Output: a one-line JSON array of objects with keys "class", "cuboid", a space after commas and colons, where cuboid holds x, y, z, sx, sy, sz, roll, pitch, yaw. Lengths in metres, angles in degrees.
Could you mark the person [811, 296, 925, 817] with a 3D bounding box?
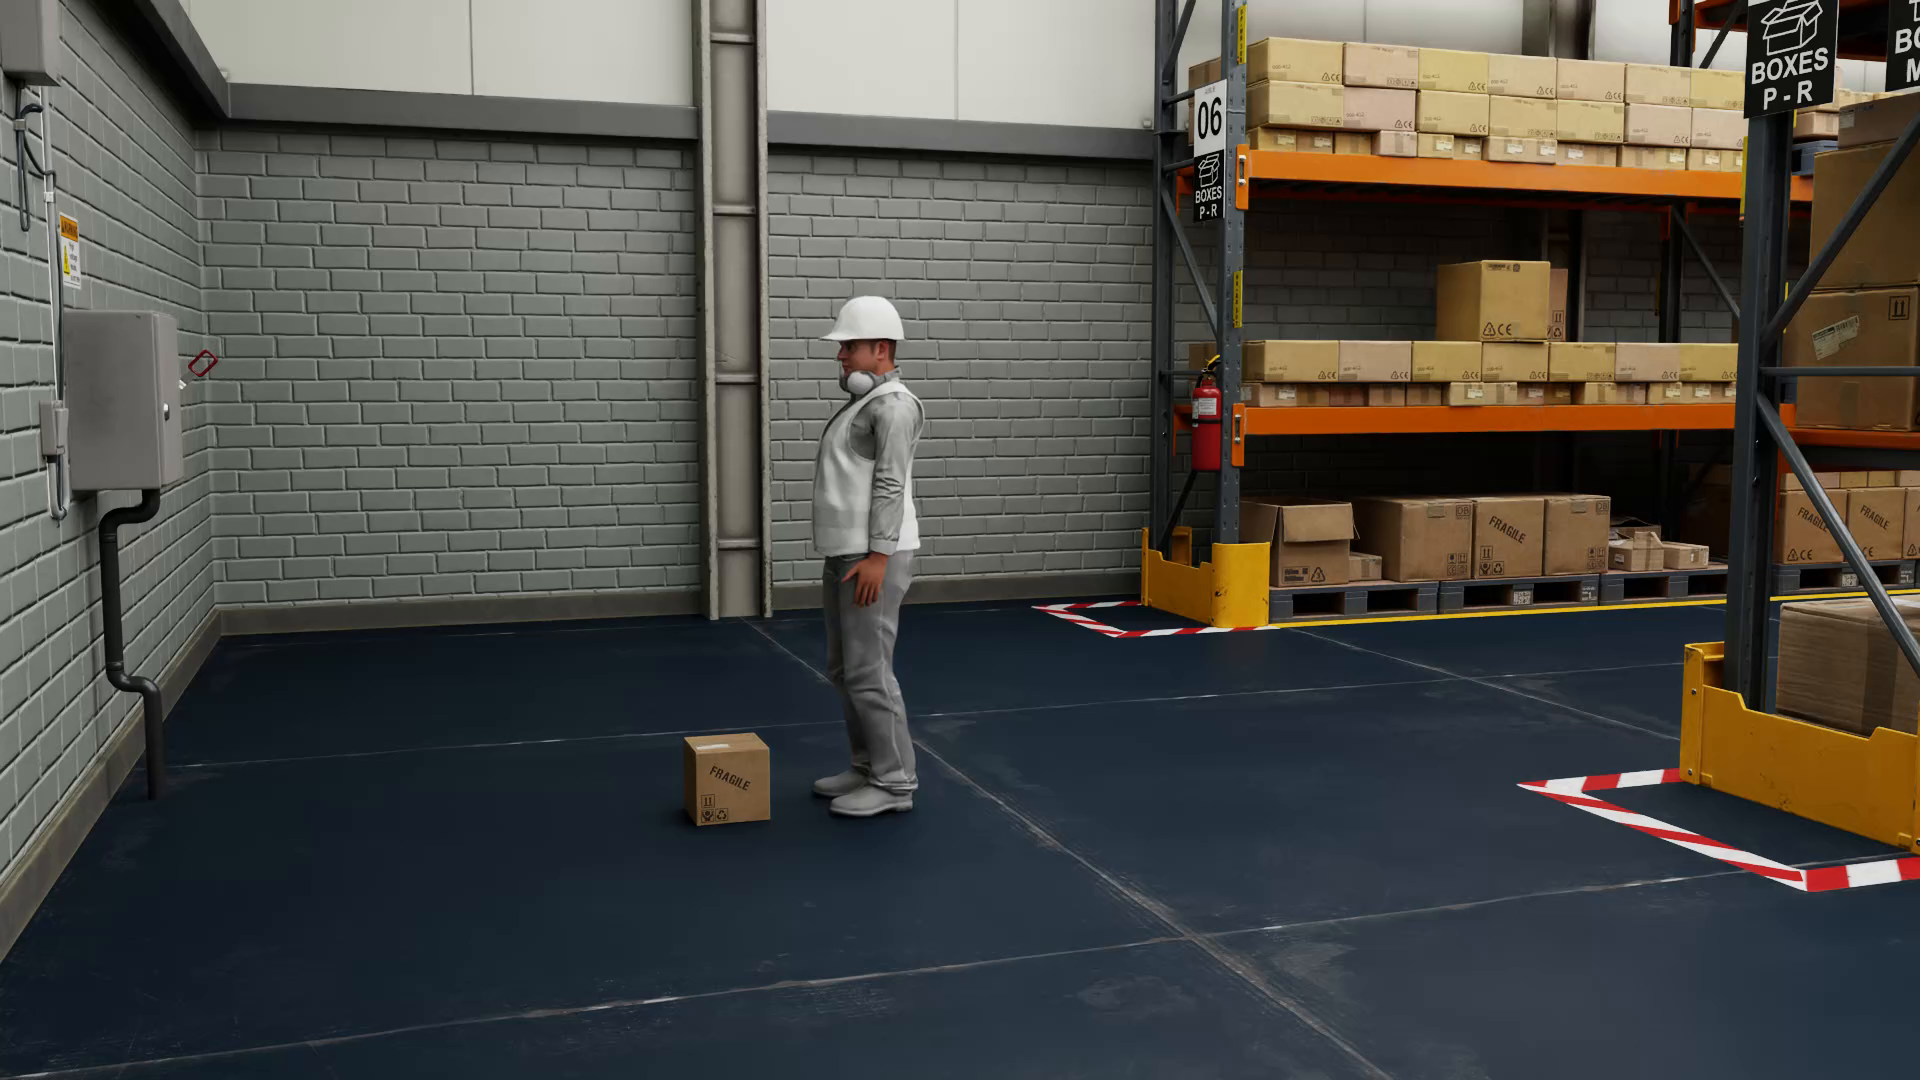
[{"class": "person", "cuboid": [-0.326, 0.049, 5.740, 0.360, 1.766, 0.532, -2, 6, -17]}]
